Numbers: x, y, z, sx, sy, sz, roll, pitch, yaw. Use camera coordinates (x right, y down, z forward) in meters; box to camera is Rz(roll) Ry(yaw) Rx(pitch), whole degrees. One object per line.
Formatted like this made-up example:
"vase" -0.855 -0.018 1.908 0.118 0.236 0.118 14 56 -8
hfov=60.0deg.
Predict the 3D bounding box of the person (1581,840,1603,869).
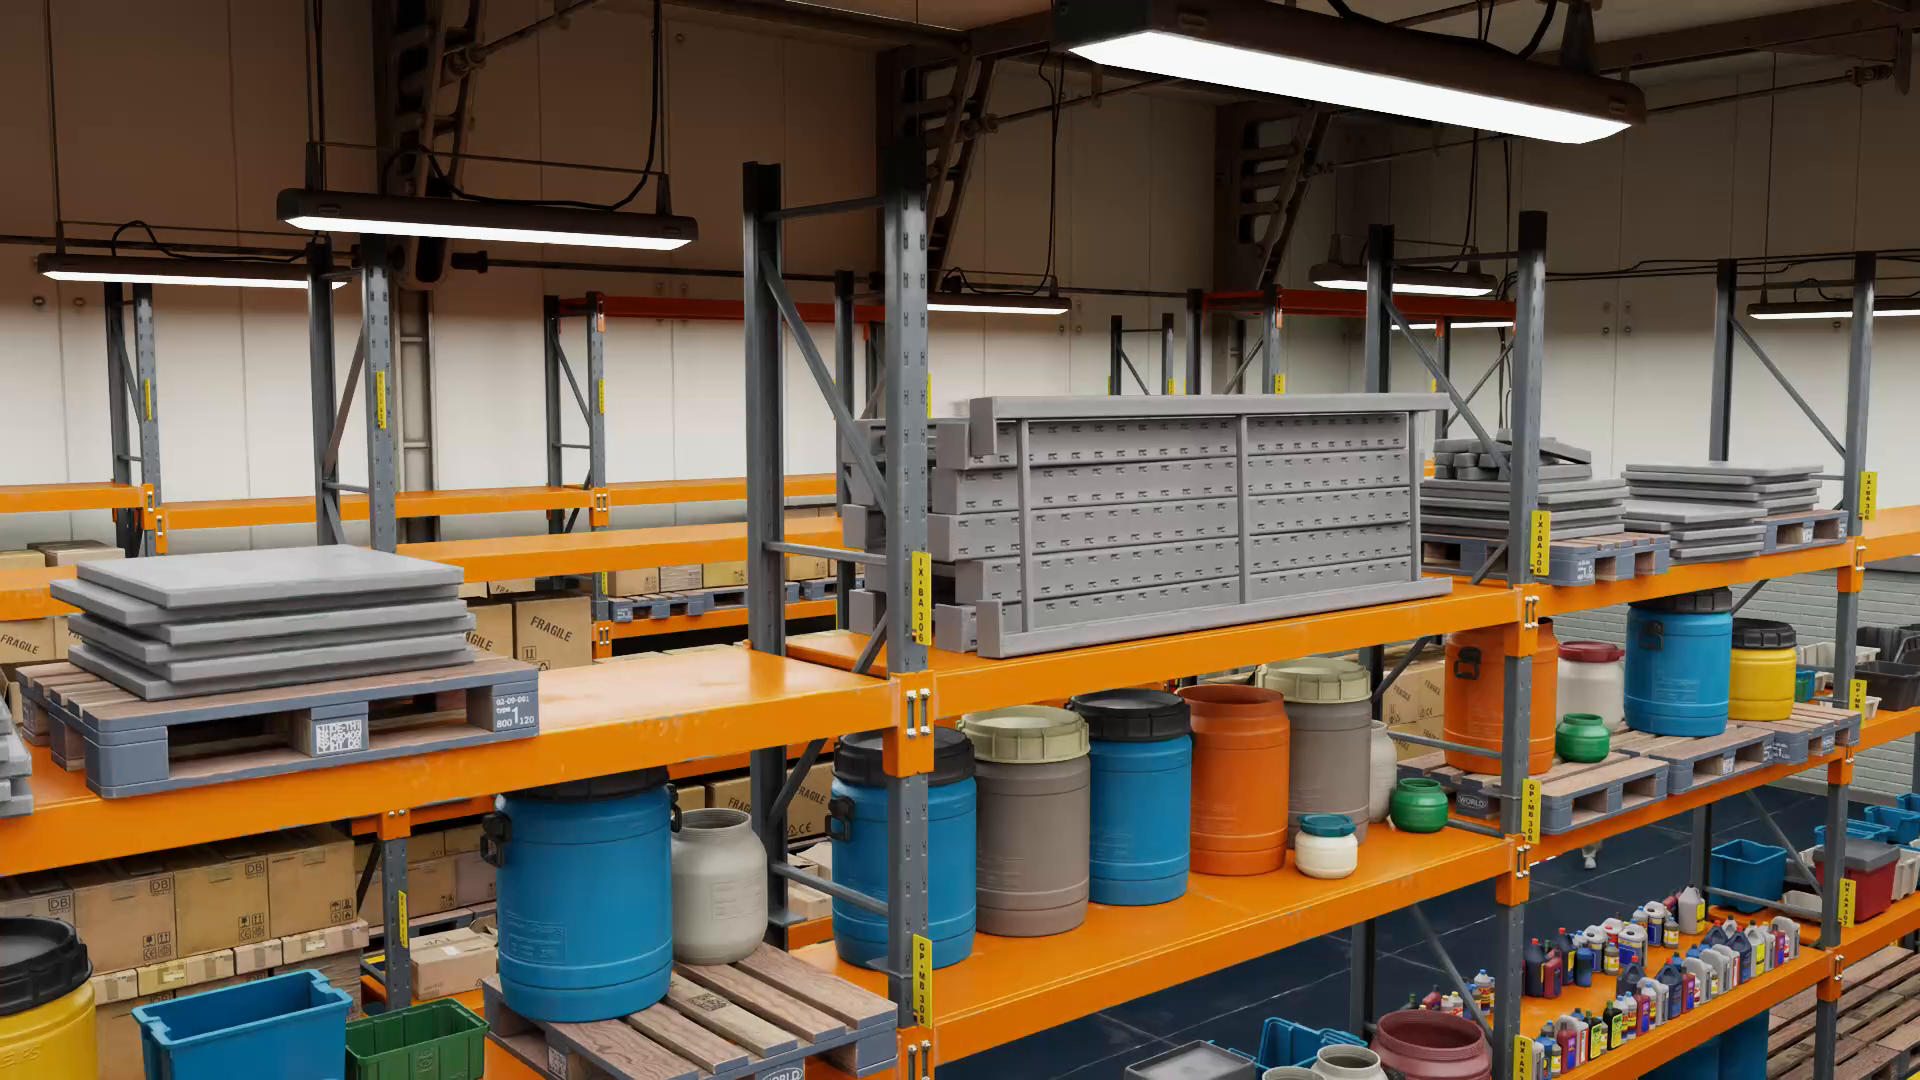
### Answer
"person" 6.761 2.615 17.678 0.651 1.739 0.822 2 6 22
